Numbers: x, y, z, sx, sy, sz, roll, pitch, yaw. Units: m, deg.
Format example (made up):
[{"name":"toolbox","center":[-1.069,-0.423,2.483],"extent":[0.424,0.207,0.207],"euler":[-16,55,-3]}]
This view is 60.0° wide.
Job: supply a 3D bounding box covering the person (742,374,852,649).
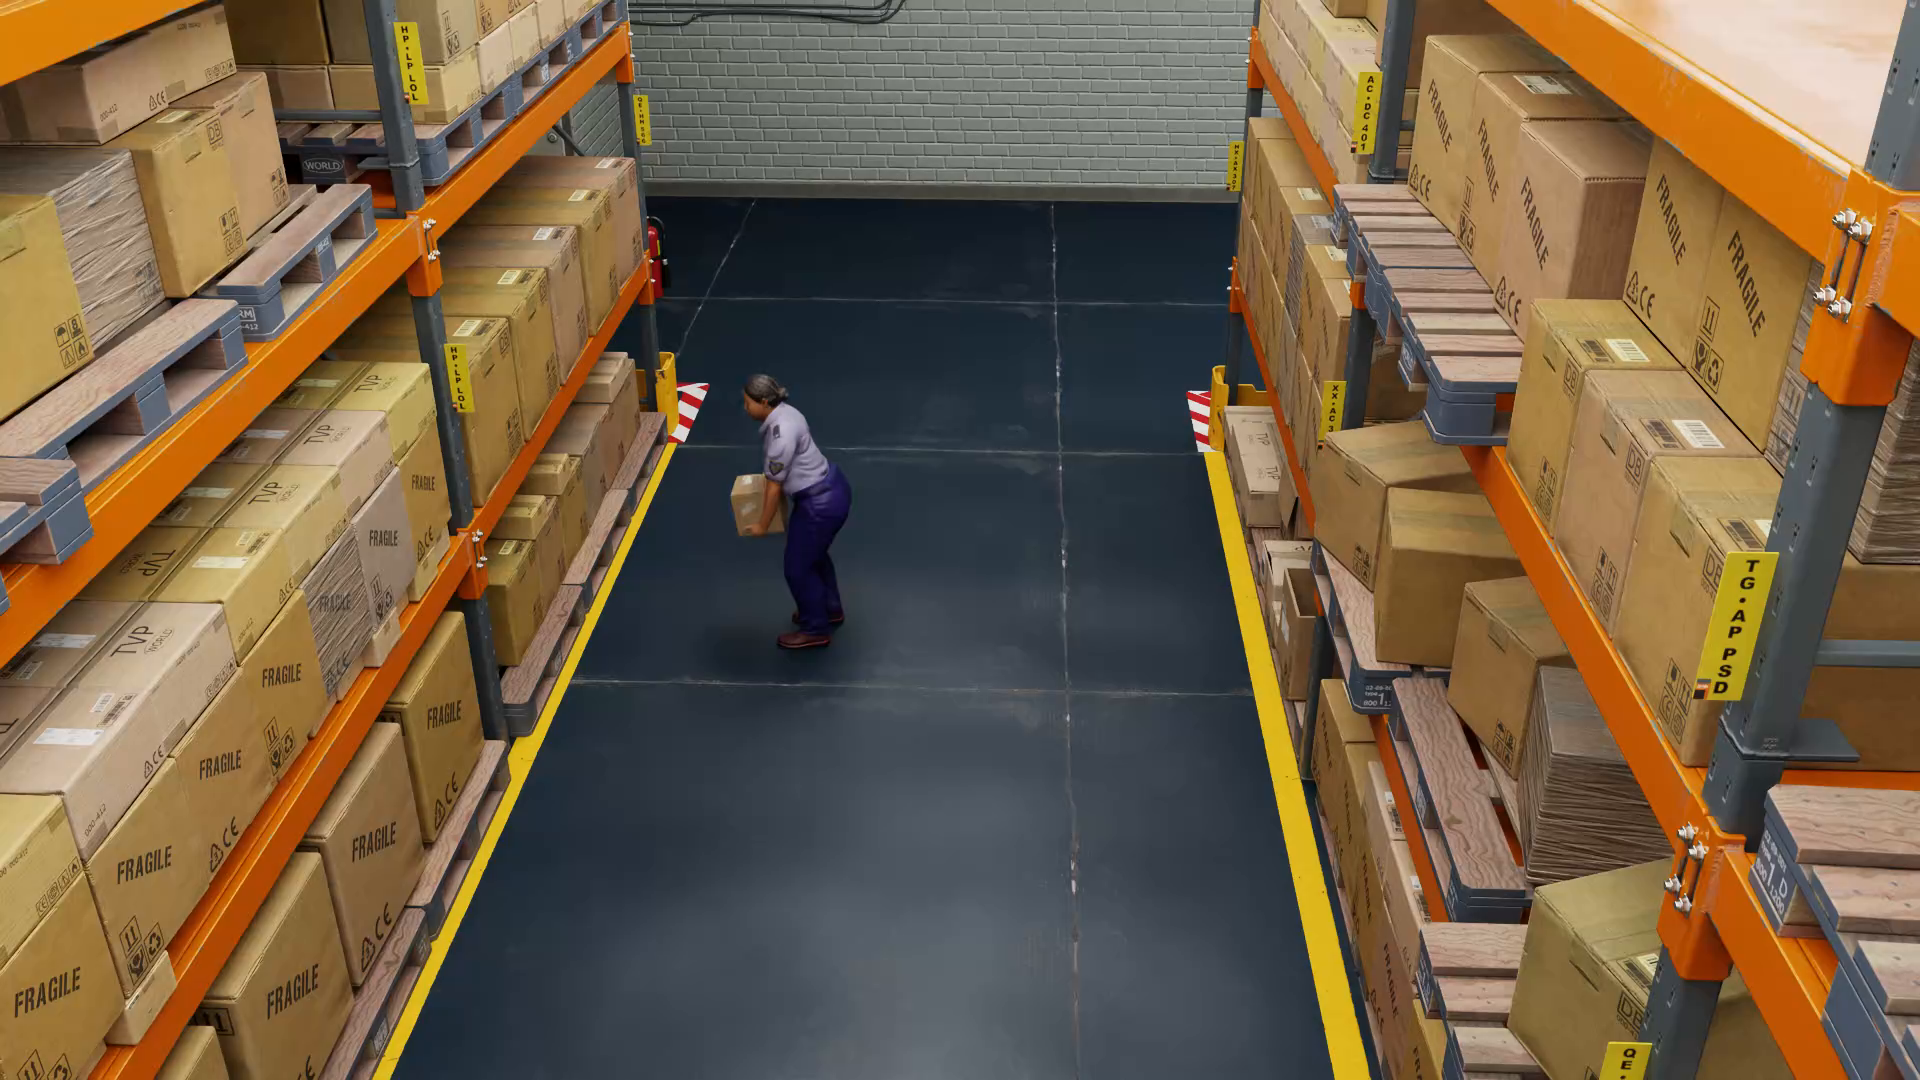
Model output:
[{"name":"person","center":[-0.880,-0.162,9.036],"extent":[0.576,1.568,0.438],"euler":[1,28,1]}]
